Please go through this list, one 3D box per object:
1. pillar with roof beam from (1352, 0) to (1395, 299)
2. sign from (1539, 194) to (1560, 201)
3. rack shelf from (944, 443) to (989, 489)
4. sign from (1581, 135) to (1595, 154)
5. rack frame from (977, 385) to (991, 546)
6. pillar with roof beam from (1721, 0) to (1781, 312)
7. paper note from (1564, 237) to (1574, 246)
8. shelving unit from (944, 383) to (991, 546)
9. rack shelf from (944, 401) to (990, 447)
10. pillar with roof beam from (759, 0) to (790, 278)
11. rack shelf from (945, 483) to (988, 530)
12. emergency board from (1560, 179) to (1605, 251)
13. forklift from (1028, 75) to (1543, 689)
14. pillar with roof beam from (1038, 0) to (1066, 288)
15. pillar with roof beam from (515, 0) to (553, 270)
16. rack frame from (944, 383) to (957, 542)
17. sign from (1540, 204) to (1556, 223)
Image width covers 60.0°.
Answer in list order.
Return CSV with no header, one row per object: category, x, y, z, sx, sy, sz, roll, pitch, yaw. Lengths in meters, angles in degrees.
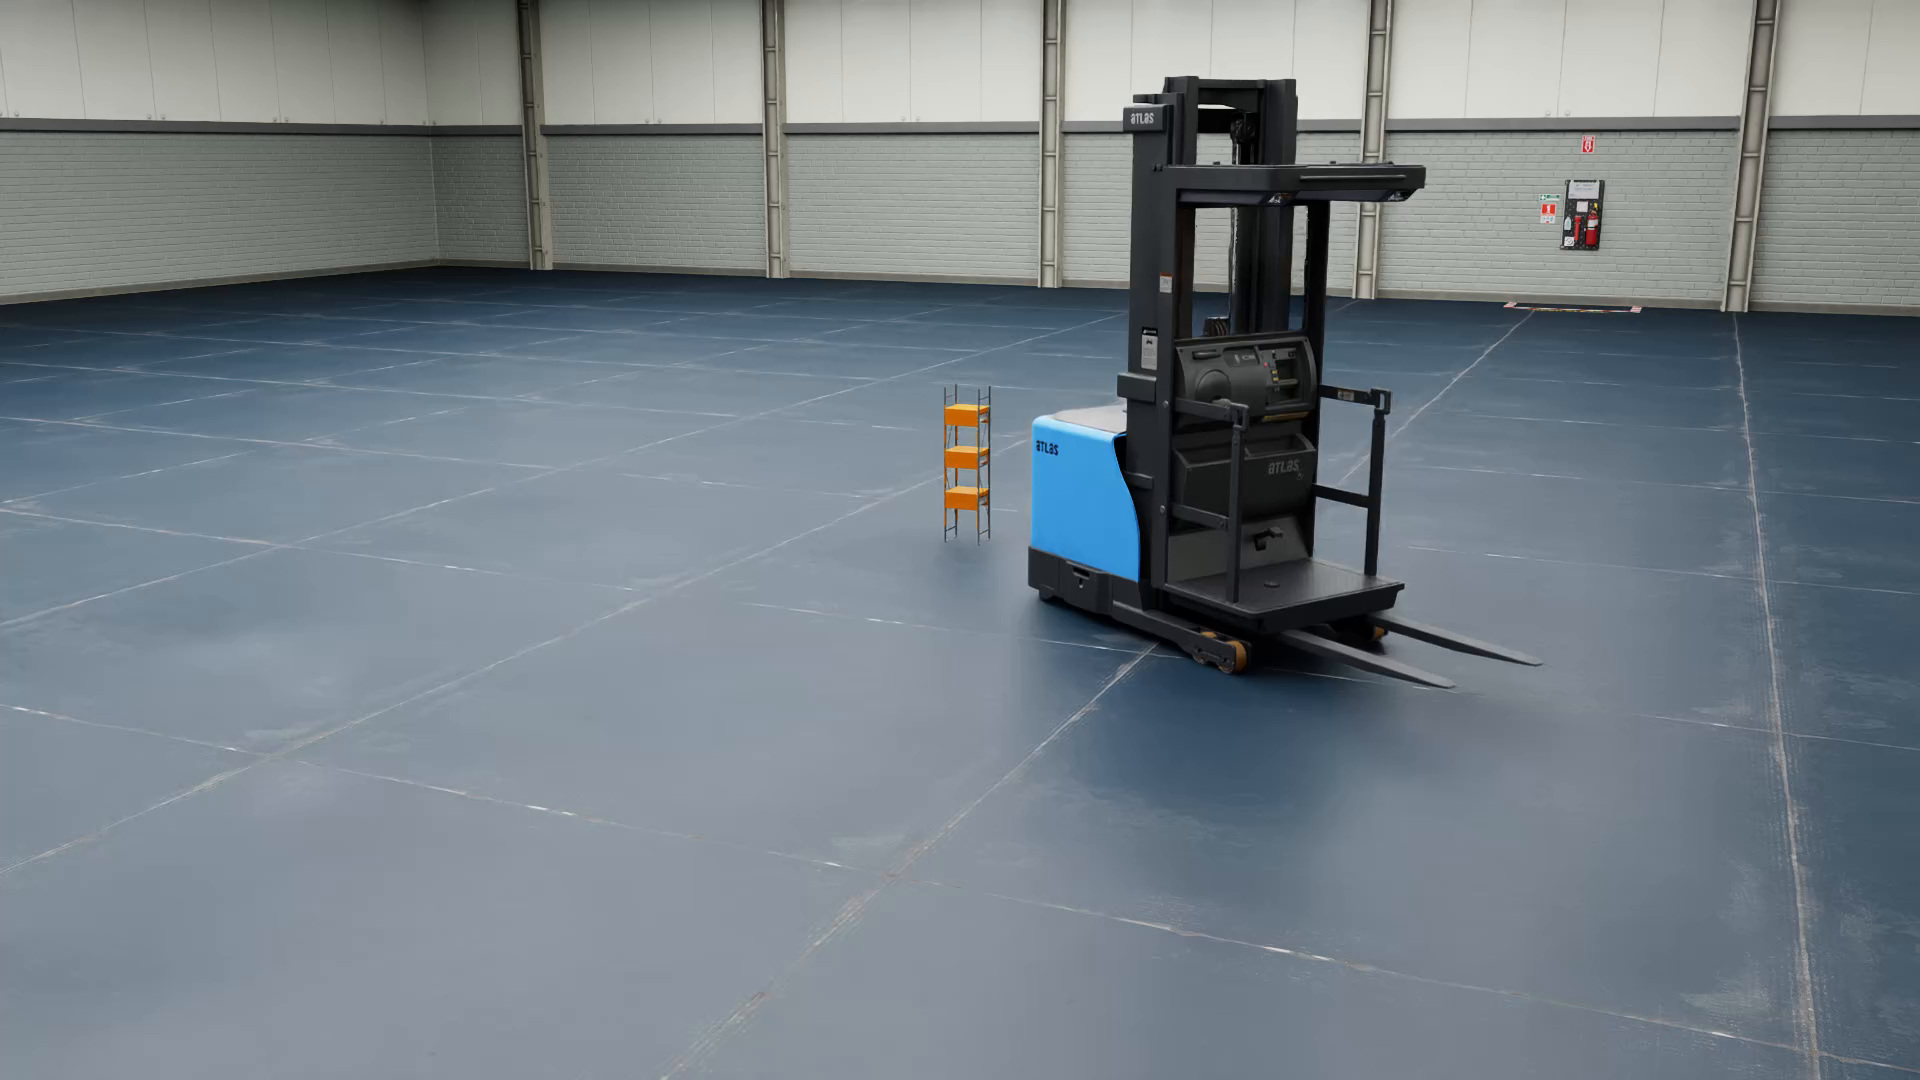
pillar with roof beam,5.475,-7.798,24.789,0.400,9.000,9.100,6,14,23
sign,9.997,-5.804,28.184,0.331,0.109,0.001,6,14,23
rack shelf,0.049,-0.496,11.116,0.240,0.259,0.215,6,14,23
sign,10.493,-6.608,27.776,0.199,0.298,0.001,6,14,23
rack frame,0.160,-0.495,11.066,0.008,1.050,0.200,6,14,23
pillar with roof beam,10.960,-7.243,22.423,0.400,9.000,9.100,6,14,23
paper note,10.326,-5.060,28.181,0.142,0.148,0.016,6,14,23
shelving unit,0.049,-0.506,11.114,0.252,1.050,0.215,6,14,23
rack shelf,0.049,-0.772,11.051,0.240,0.259,0.215,6,14,23
pillar with roof beam,-5.497,-8.908,29.521,0.400,9.000,9.100,6,14,23
rack shelf,0.049,-0.225,11.180,0.240,0.259,0.215,6,14,23
emergency board,10.460,-5.458,27.949,0.643,1.169,0.194,6,14,23
forklift,1.632,-0.878,8.579,1.130,2.935,3.031,-9,16,-32
pillar with roof beam,-0.011,-8.353,27.155,0.400,9.000,9.100,6,14,23
pillar with roof beam,-10.983,-9.464,31.887,0.400,9.000,9.100,6,14,23
rack frame,-0.063,-0.517,11.162,0.008,1.050,0.200,6,14,23
sign,9.996,-5.548,28.255,0.234,0.329,0.001,6,14,23
